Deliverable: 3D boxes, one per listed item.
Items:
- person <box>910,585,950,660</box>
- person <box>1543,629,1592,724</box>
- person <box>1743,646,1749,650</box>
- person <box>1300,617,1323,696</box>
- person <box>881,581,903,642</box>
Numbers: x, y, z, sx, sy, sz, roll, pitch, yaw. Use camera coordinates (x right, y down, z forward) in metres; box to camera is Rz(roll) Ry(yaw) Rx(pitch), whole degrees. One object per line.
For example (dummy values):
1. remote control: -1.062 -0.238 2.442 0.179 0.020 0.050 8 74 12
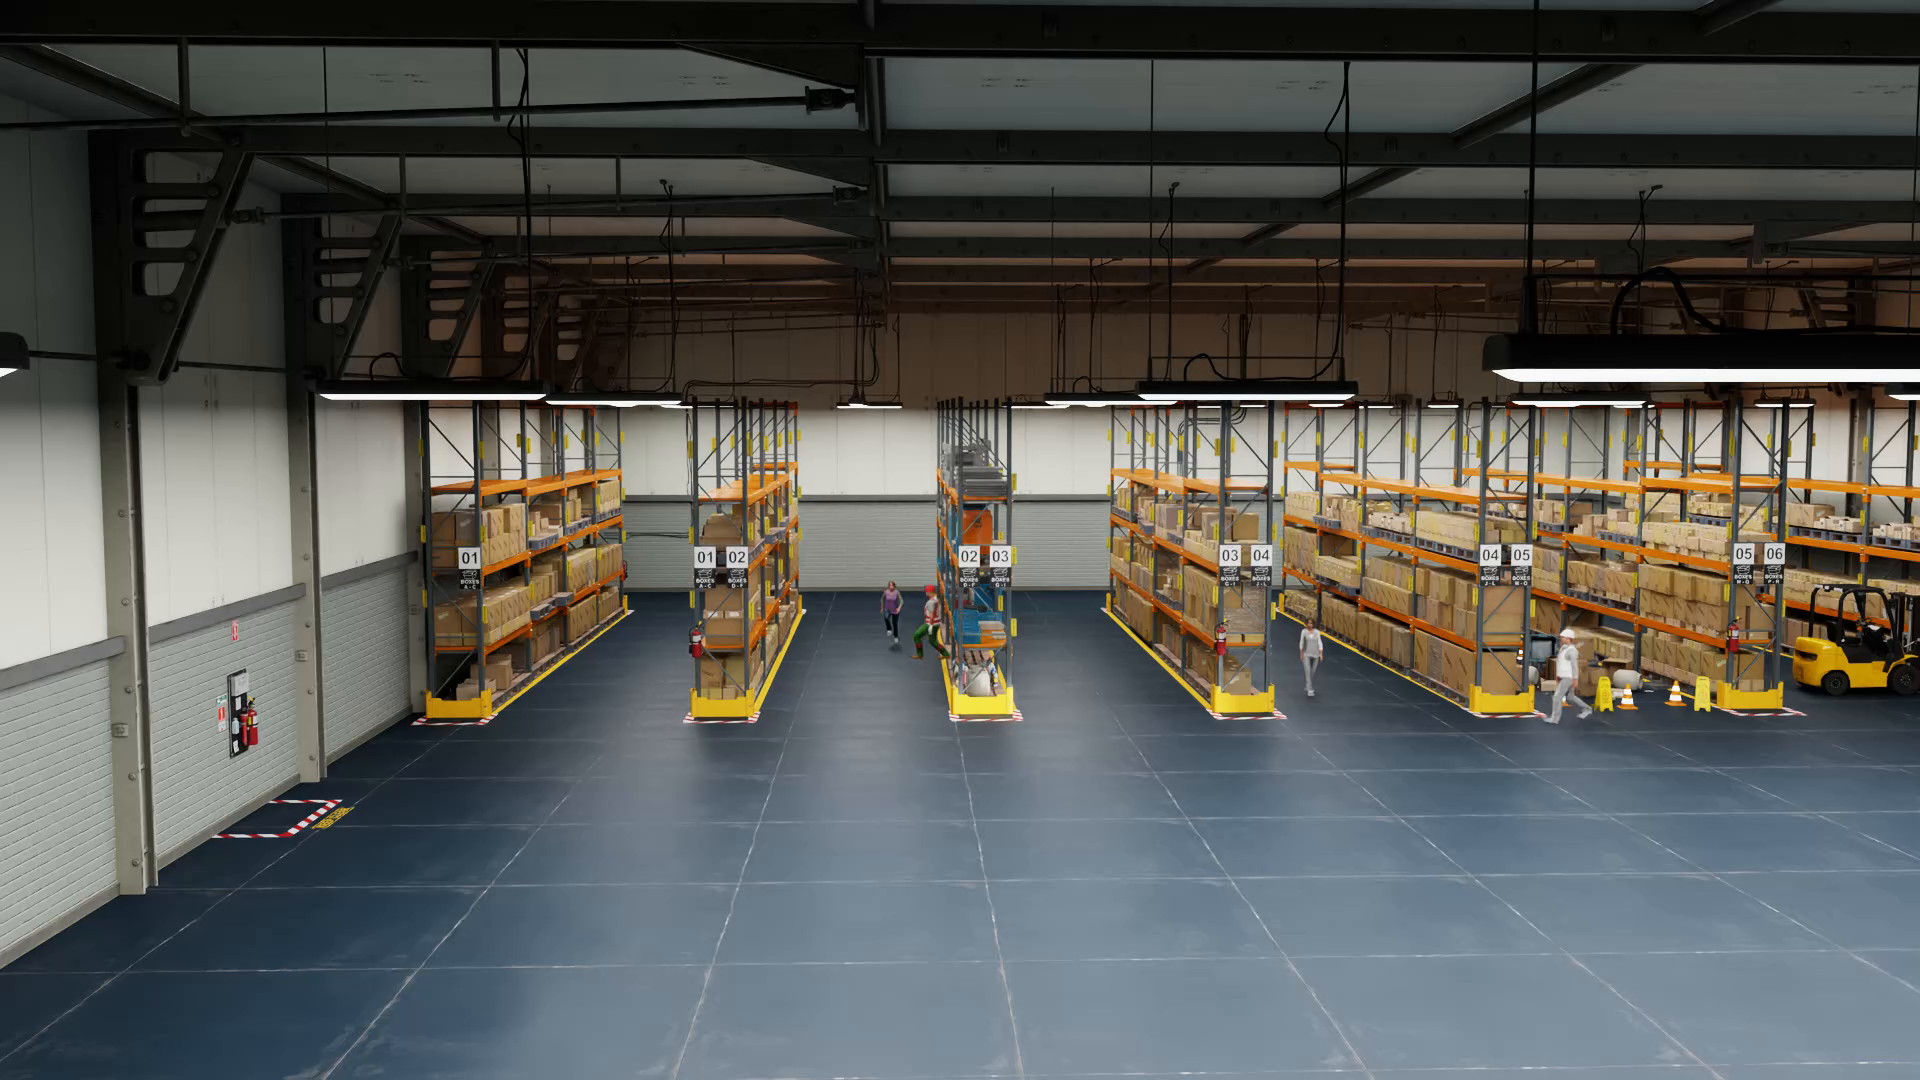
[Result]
1. person: -0.653 1.807 36.474 0.858 1.646 0.584 1 5 16
2. person: 11.171 2.497 30.493 0.999 1.738 0.543 0 4 -2
3. person: 18.439 1.897 39.318 0.447 1.683 0.612 -1 5 -16
4. person: 7.084 2.339 33.491 0.432 1.552 0.903 0 4 1
5. person: -1.671 1.767 40.730 0.559 1.547 0.814 0 4 5
